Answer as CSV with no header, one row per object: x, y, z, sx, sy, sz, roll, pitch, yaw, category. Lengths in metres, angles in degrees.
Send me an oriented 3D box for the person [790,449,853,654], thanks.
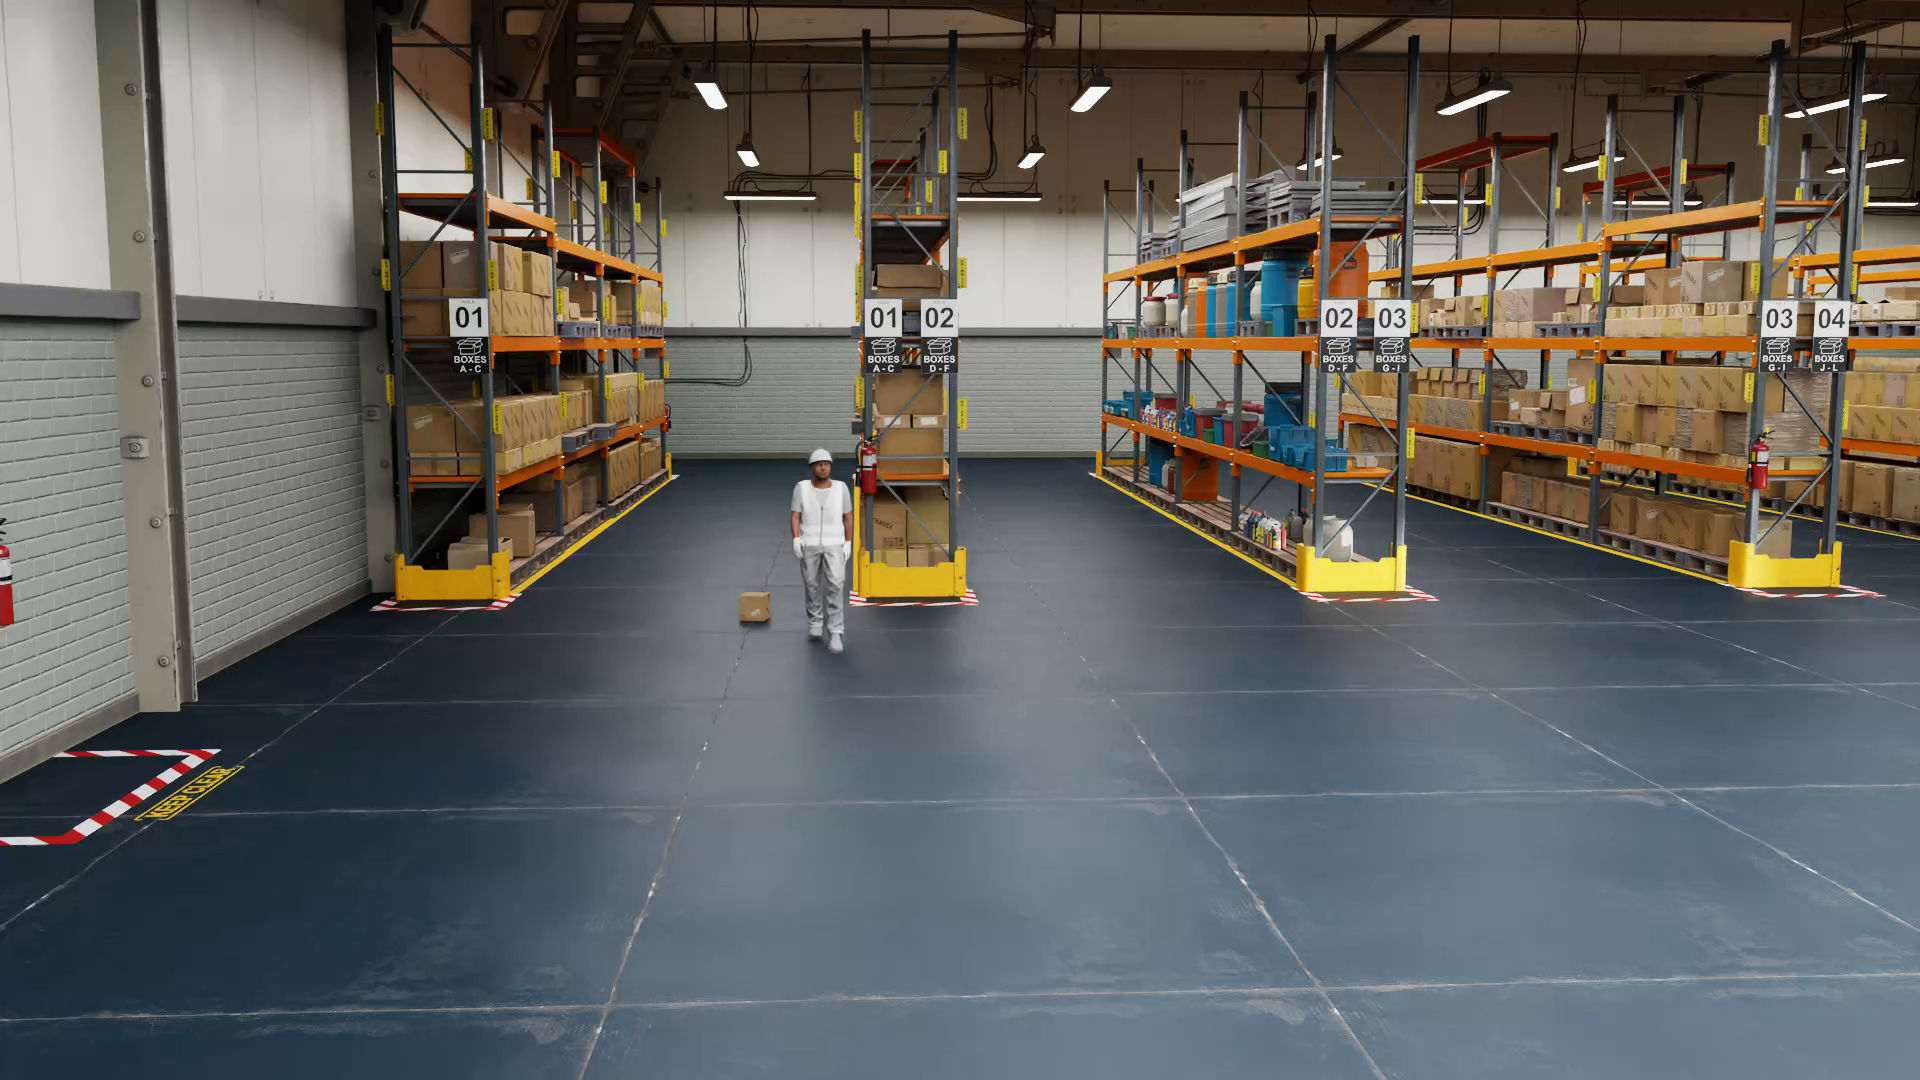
-1.250,0.071,15.021,0.567,1.774,0.904,-1,7,-4,person
